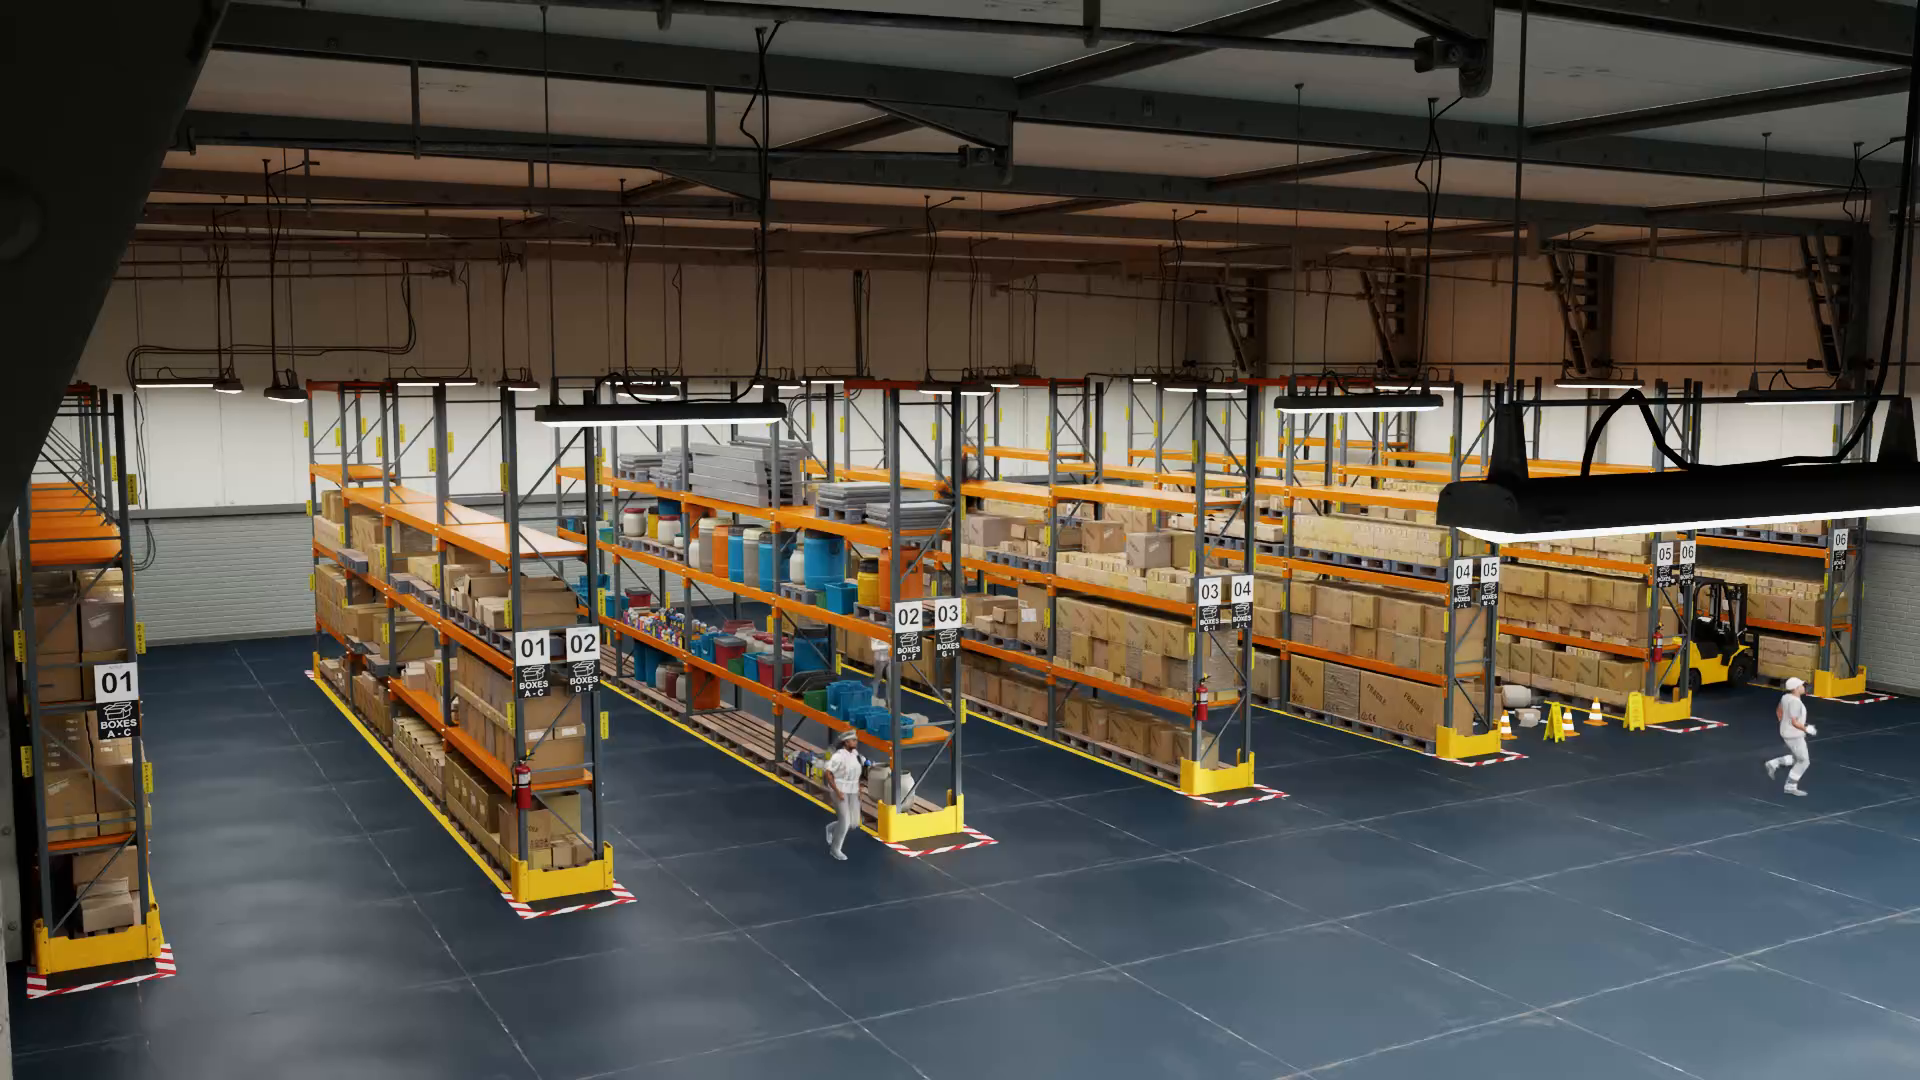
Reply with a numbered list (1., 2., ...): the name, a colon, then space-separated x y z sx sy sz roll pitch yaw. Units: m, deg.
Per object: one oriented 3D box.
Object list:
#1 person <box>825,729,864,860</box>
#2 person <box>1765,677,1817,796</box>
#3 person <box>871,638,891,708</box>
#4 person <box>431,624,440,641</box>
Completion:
1. person: -1.506 3.254 21.491 0.532 1.642 0.618 5 8 39
2. person: 12.212 2.878 24.432 0.630 1.743 0.692 1 6 14
3. person: -1.305 2.147 28.873 0.594 1.789 0.686 -5 8 -38
4. person: -10.628 1.834 34.181 0.698 1.793 0.681 4 7 33
